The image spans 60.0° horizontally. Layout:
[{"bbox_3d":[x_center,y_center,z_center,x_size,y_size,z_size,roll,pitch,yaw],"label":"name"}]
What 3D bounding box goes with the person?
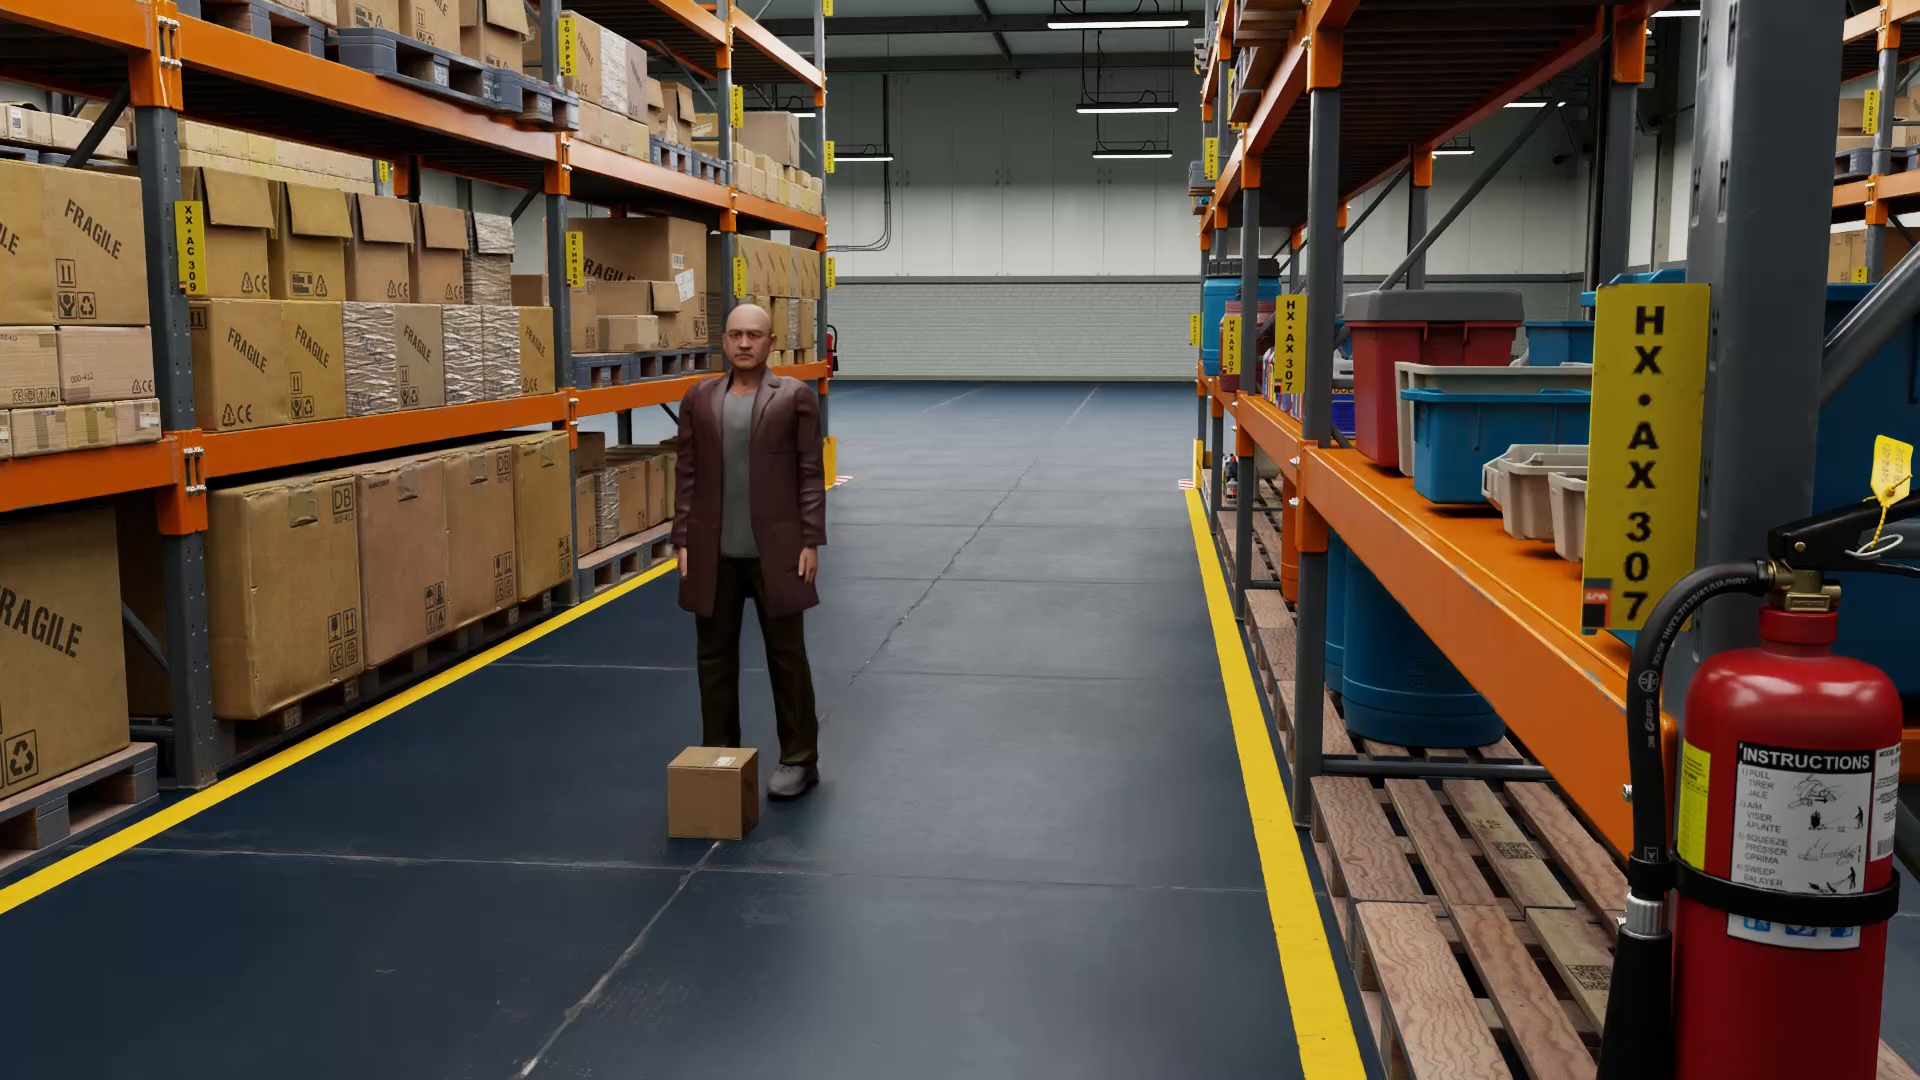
[{"bbox_3d":[-0.776,-0.192,6.047,0.581,0.912,0.323,1,7,7],"label":"person"}]
